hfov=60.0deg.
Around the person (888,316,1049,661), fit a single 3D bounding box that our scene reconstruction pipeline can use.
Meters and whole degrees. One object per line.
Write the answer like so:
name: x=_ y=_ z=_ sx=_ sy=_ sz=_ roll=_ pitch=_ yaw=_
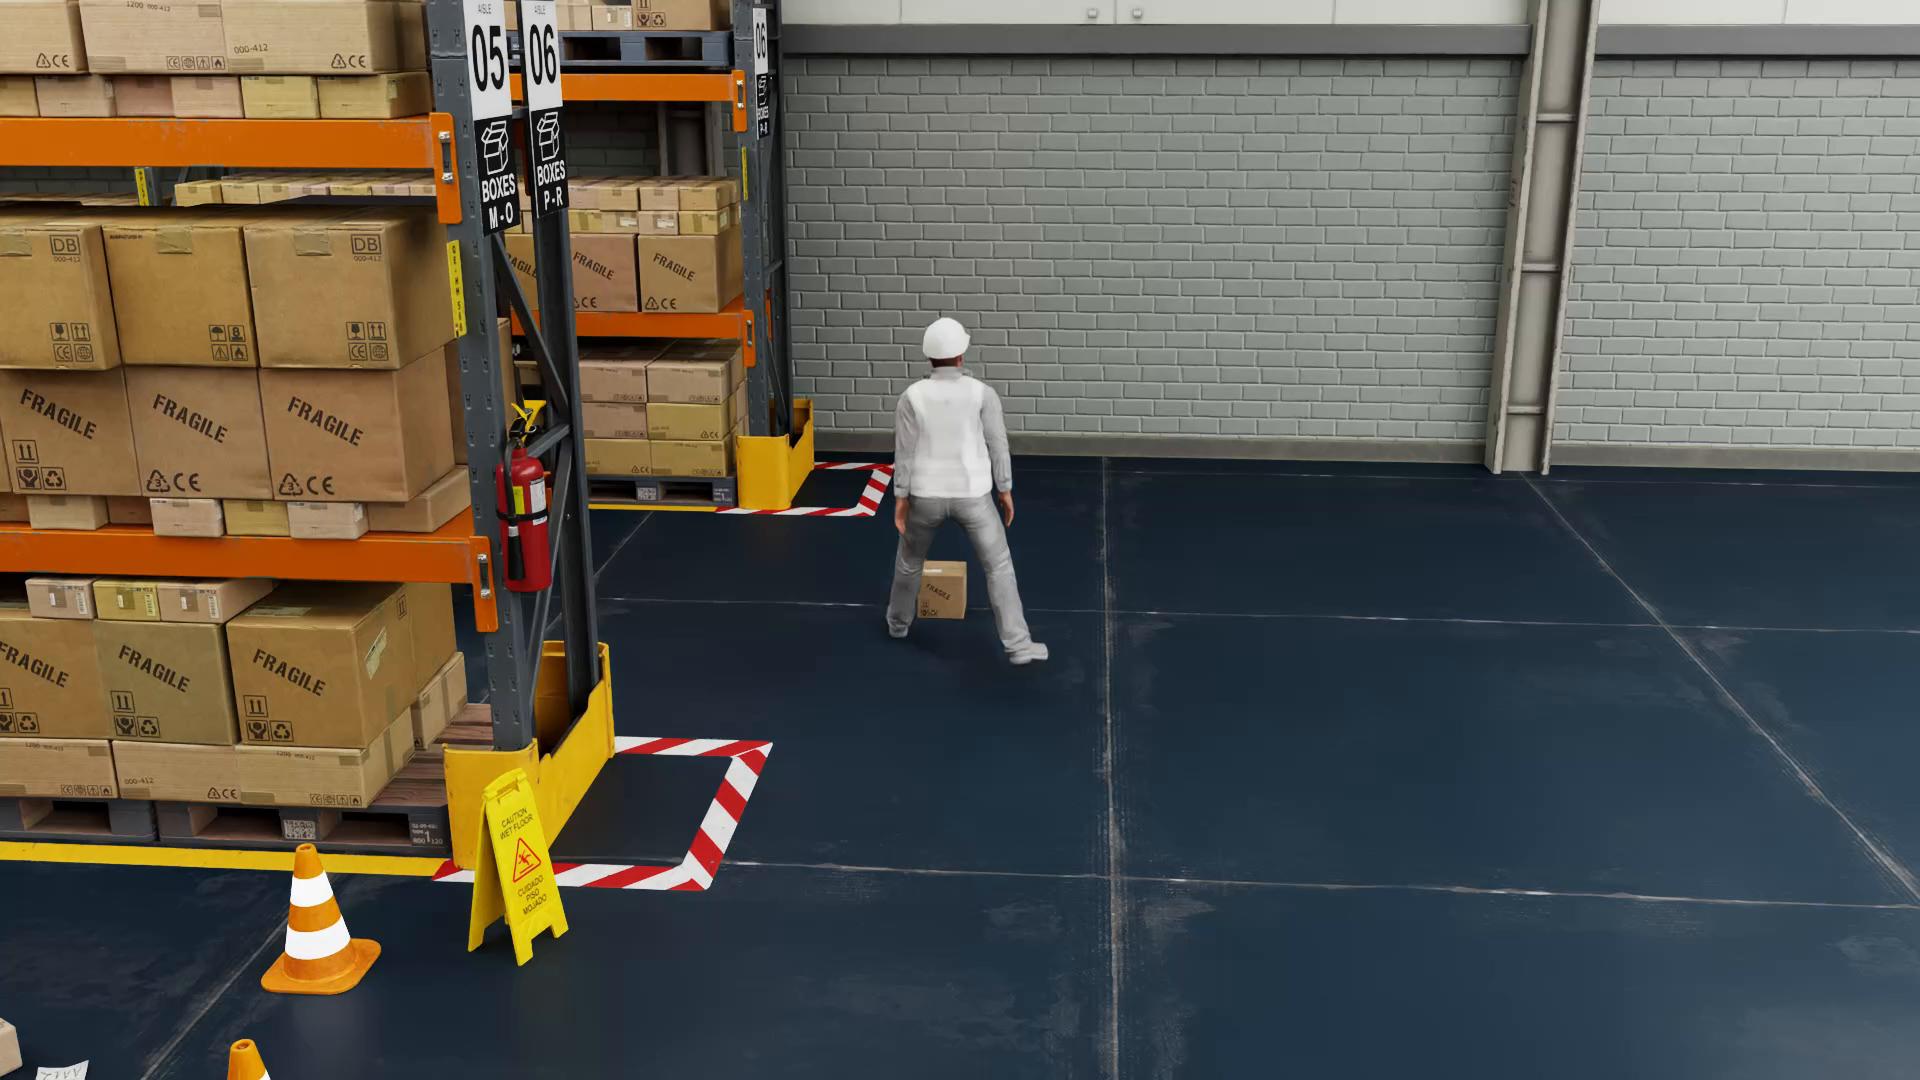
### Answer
person: x=0.024 y=-0.255 z=8.367 sx=0.885 sy=1.742 sz=0.854 roll=1 pitch=17 yaw=5
